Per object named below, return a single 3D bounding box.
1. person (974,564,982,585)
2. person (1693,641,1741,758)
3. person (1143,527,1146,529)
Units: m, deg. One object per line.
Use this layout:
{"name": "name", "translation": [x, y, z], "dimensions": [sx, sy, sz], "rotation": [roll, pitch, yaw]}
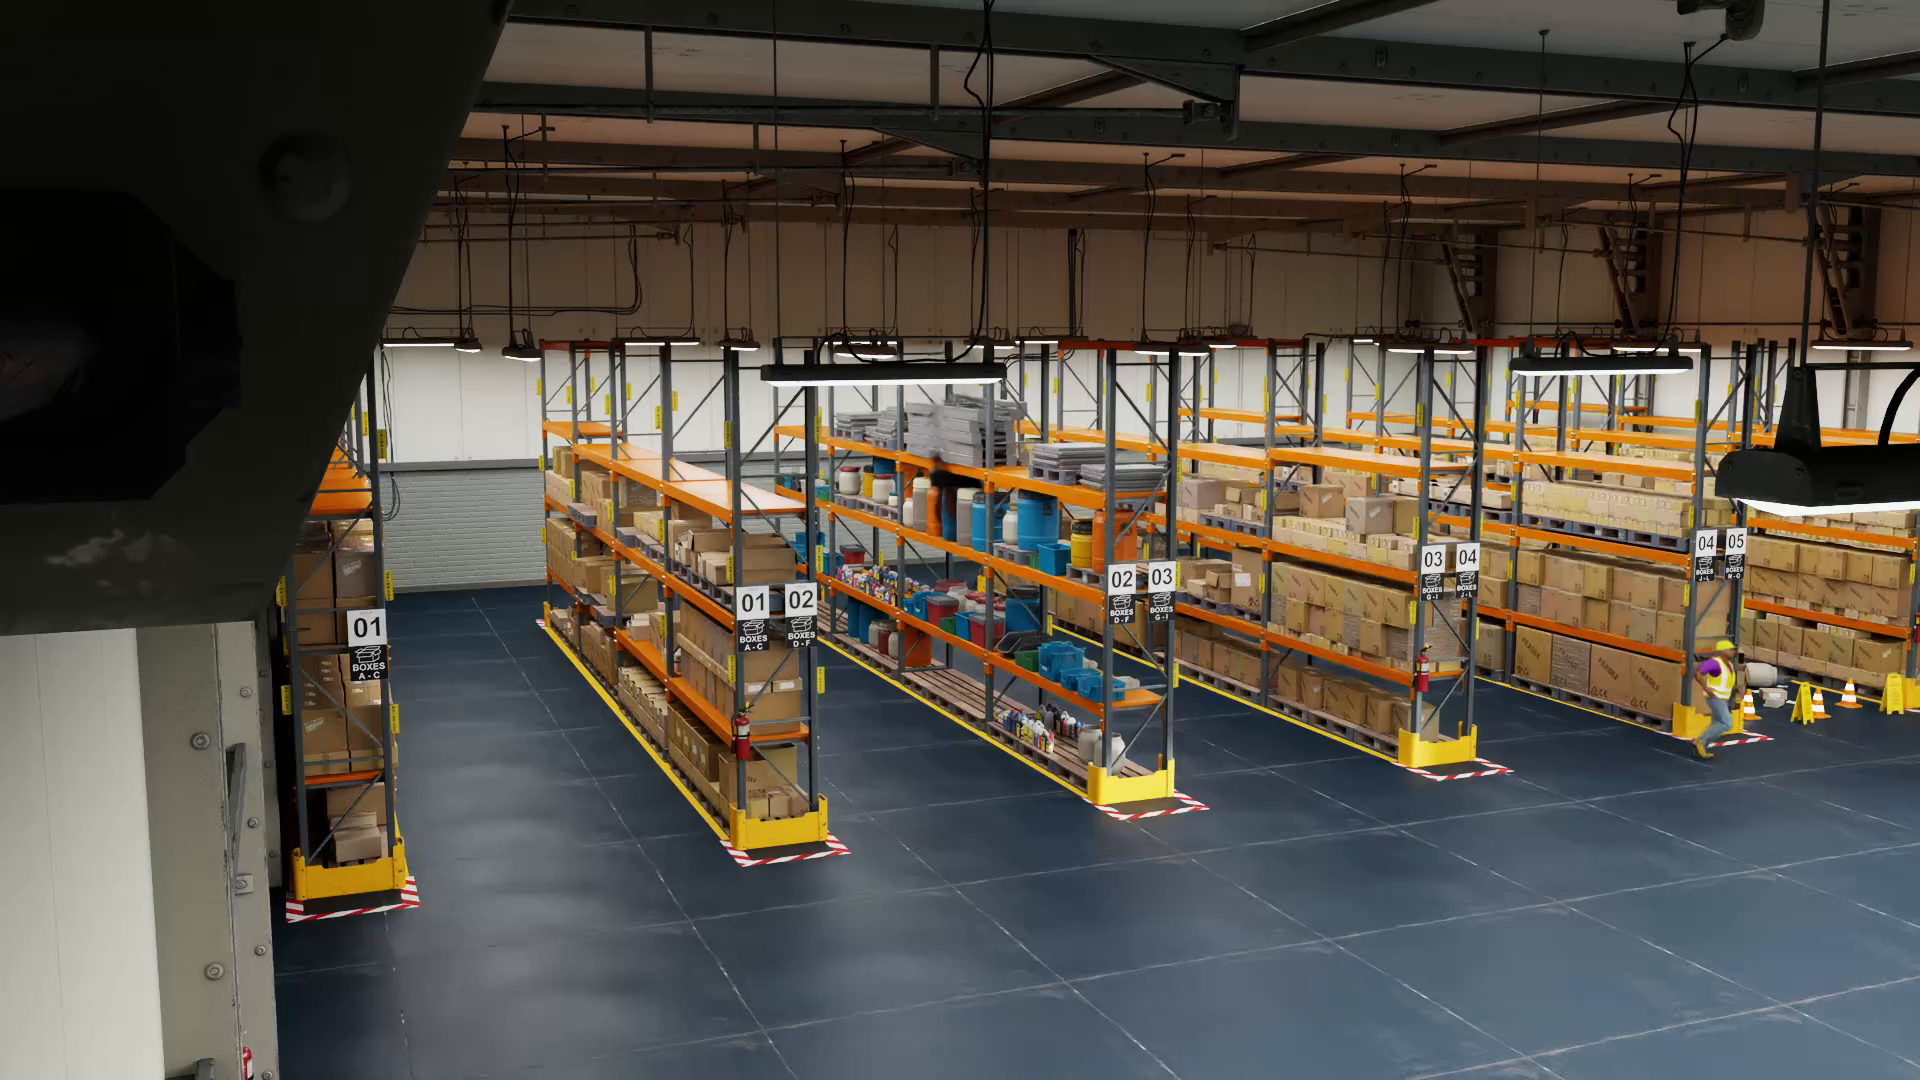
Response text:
{"name": "person", "translation": [0.665, 0.281, 40.125], "dimensions": [0.654, 1.709, 0.655], "rotation": [1, 8, 10]}
{"name": "person", "translation": [11.119, 2.322, 24.334], "dimensions": [0.559, 1.713, 0.725], "rotation": [7, 10, 44]}
{"name": "person", "translation": [4.249, 0.474, 39.113], "dimensions": [0.547, 1.561, 0.560], "rotation": [-3, 8, -20]}
